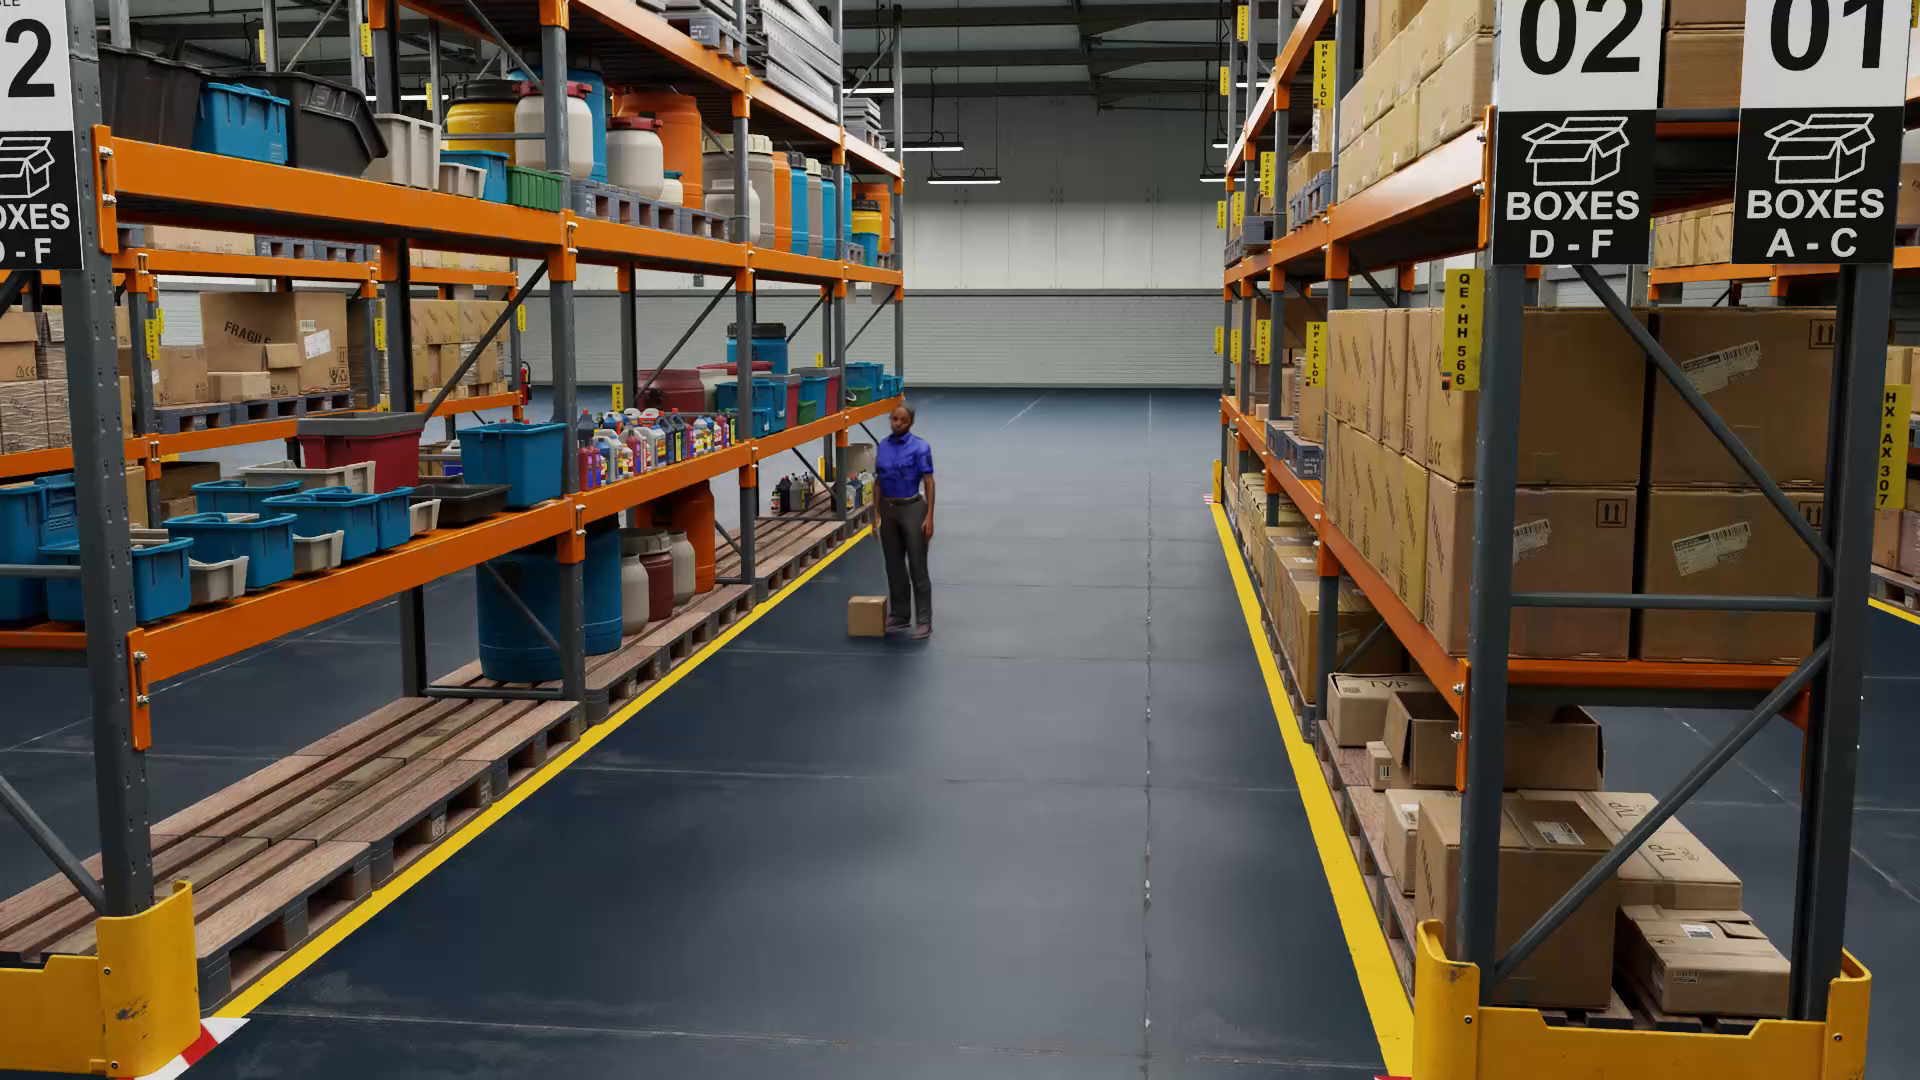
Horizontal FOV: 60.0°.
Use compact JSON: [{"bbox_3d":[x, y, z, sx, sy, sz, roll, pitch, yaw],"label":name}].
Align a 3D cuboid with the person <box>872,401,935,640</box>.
[{"bbox_3d":[-0.411,-0.154,11.785,0.574,1.661,0.405,5,9,33],"label":"person"}]
